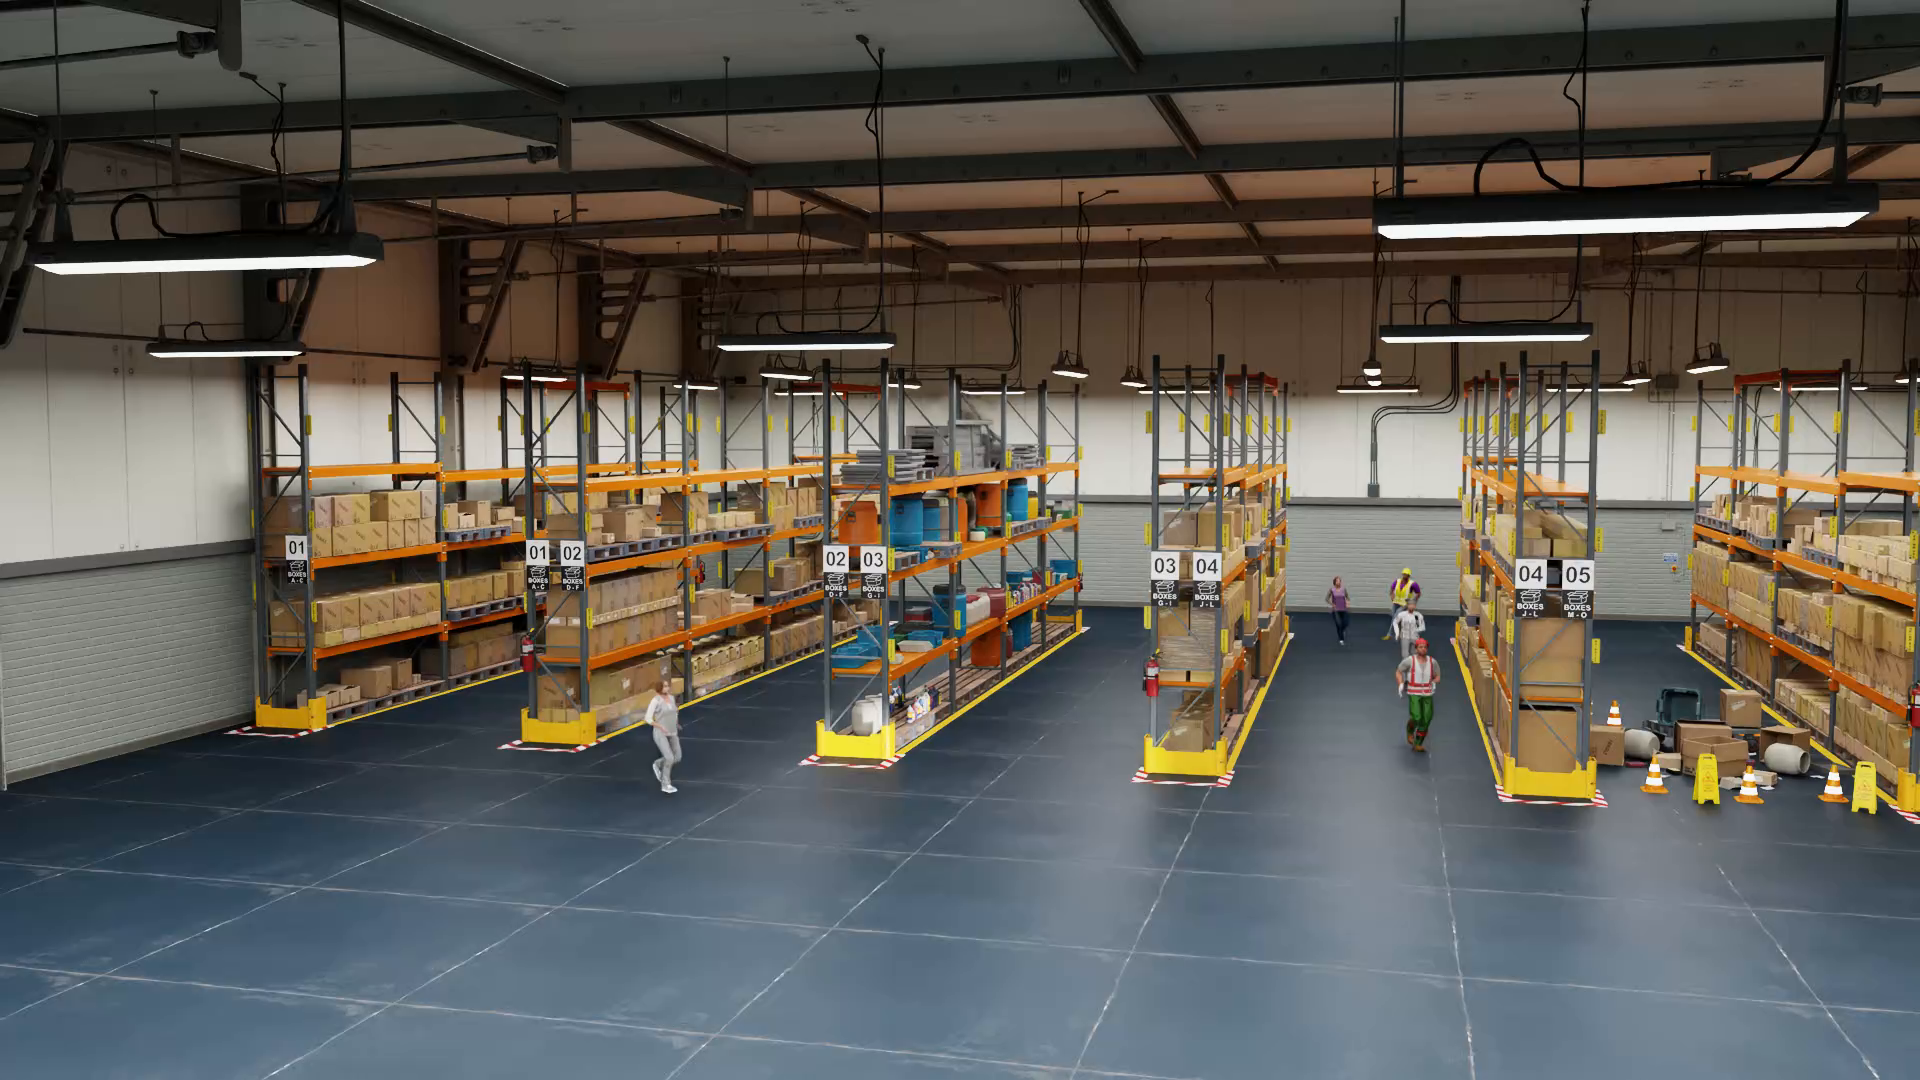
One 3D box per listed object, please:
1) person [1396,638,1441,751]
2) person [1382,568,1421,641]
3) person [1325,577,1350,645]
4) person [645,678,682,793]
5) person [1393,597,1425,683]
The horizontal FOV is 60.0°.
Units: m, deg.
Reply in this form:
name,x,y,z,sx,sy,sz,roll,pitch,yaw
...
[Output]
name,x,y,z,sx,sy,sz,roll,pitch,yaw
person,7.049,2.375,25.432,0.656,1.740,0.583,0,4,0
person,10.339,1.492,38.738,0.738,1.694,0.901,4,5,44
person,8.645,1.611,38.083,0.564,1.556,0.525,0,4,0
person,-4.058,2.661,22.713,0.566,1.547,0.534,3,5,39
person,8.700,1.935,32.177,0.583,1.673,0.649,1,4,9
